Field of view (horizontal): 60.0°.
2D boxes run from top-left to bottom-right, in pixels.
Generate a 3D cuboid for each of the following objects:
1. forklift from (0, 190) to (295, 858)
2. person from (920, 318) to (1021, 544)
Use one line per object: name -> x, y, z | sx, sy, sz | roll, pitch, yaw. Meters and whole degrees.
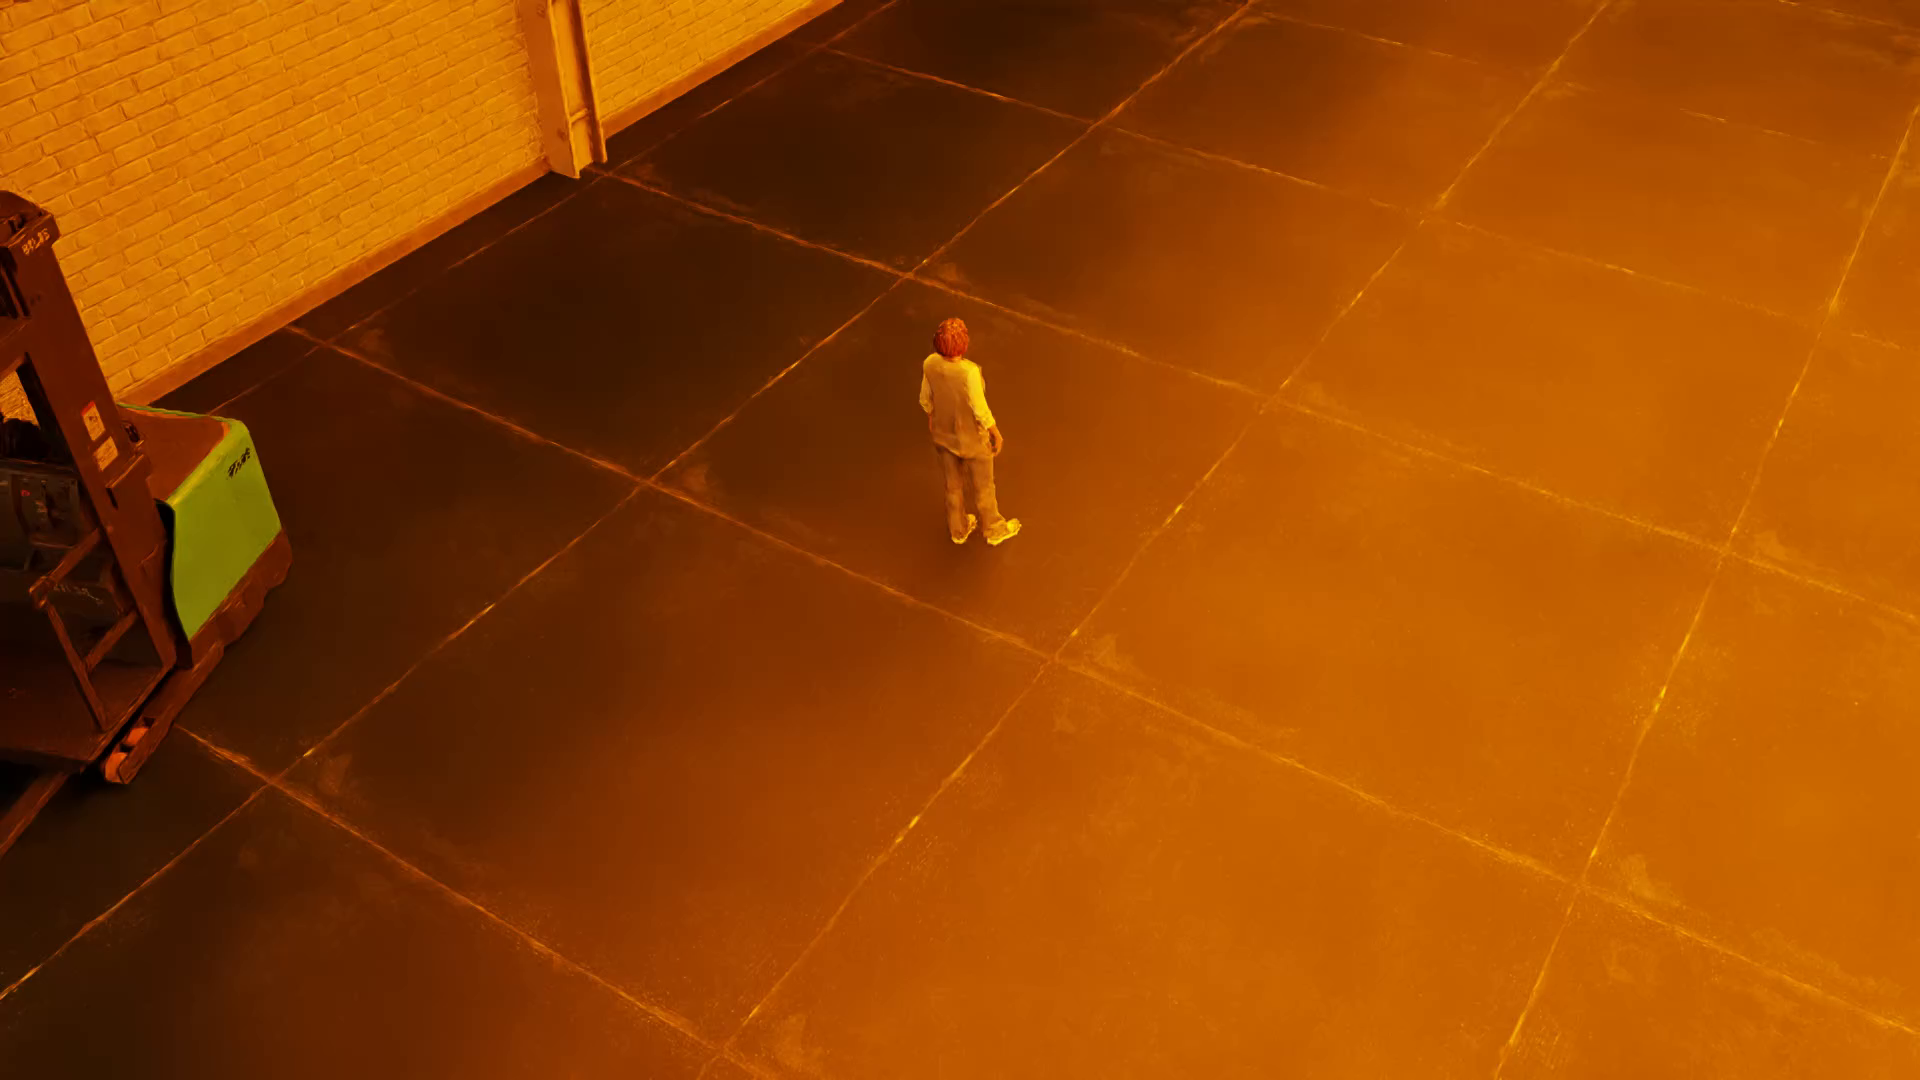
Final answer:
forklift -> -4.816, -0.112, 8.098 | 1.130, 2.935, 3.031 | 8, 41, 9
person -> 0.051, -0.650, 9.755 | 0.521, 1.597, 0.474 | 22, 45, 24
